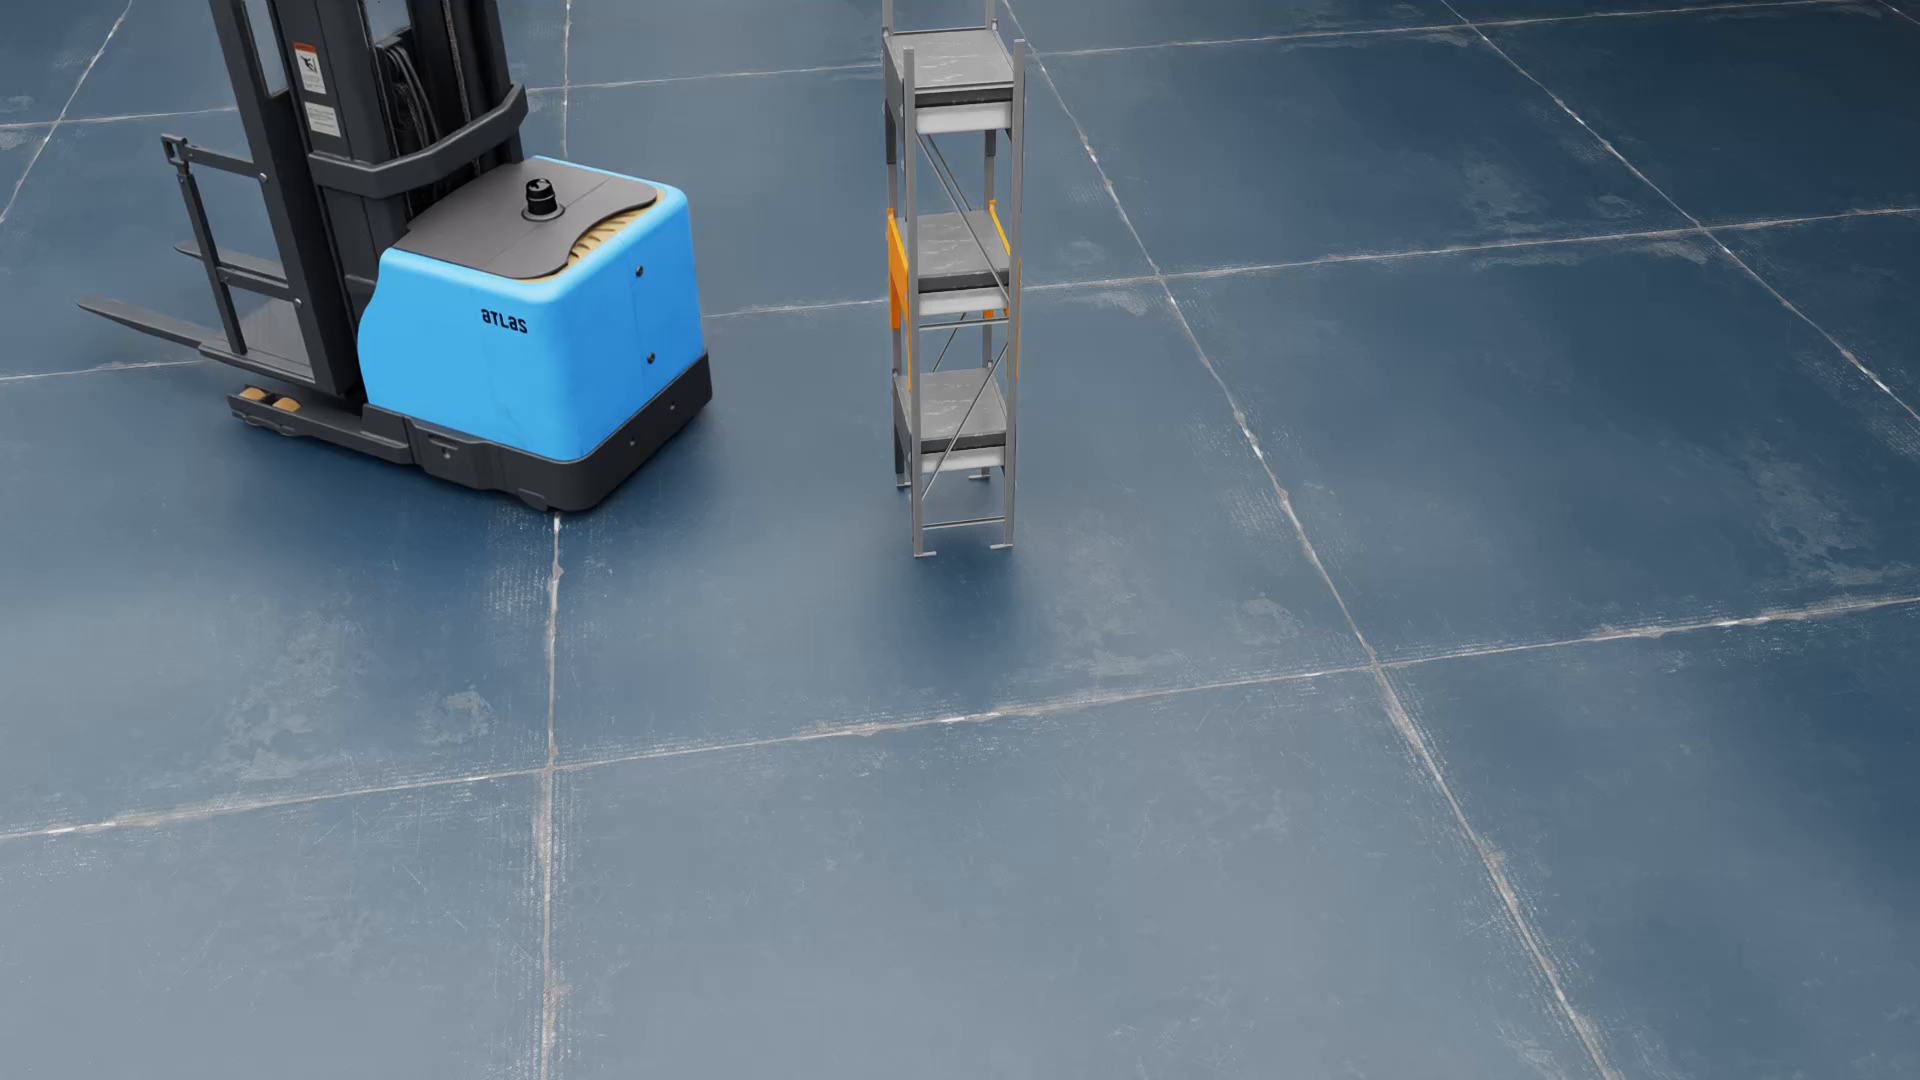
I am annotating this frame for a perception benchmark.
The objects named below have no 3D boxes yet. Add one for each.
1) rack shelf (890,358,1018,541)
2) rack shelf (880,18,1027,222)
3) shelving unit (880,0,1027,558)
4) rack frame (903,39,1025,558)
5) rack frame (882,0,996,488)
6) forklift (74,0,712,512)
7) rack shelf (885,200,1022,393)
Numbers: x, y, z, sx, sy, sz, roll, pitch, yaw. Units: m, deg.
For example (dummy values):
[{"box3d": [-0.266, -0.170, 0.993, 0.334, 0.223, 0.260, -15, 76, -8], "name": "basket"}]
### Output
[{"box3d": [-0.029, -0.366, 6.672, 0.431, 0.518, 0.480, -6, 38, -8], "name": "rack shelf"}, {"box3d": [-0.029, -1.471, 5.813, 0.431, 0.518, 0.480, -6, 38, -8], "name": "rack shelf"}, {"box3d": [-0.029, -0.929, 6.235, 0.431, 2.100, 0.503, -6, 38, -8], "name": "shelving unit"}, {"box3d": [0.014, -0.782, 6.045, 0.400, 2.100, 0.015, -6, 38, -8], "name": "rack frame"}, {"box3d": [-0.072, -1.077, 6.424, 0.400, 2.100, 0.015, -6, 38, -8], "name": "rack frame"}, {"box3d": [-2.668, -1.889, 6.792, 3.031, 2.935, 1.130, 16, 41, 20], "name": "forklift"}, {"box3d": [-0.029, -0.918, 6.243, 0.431, 0.518, 0.480, -6, 38, -8], "name": "rack shelf"}]
